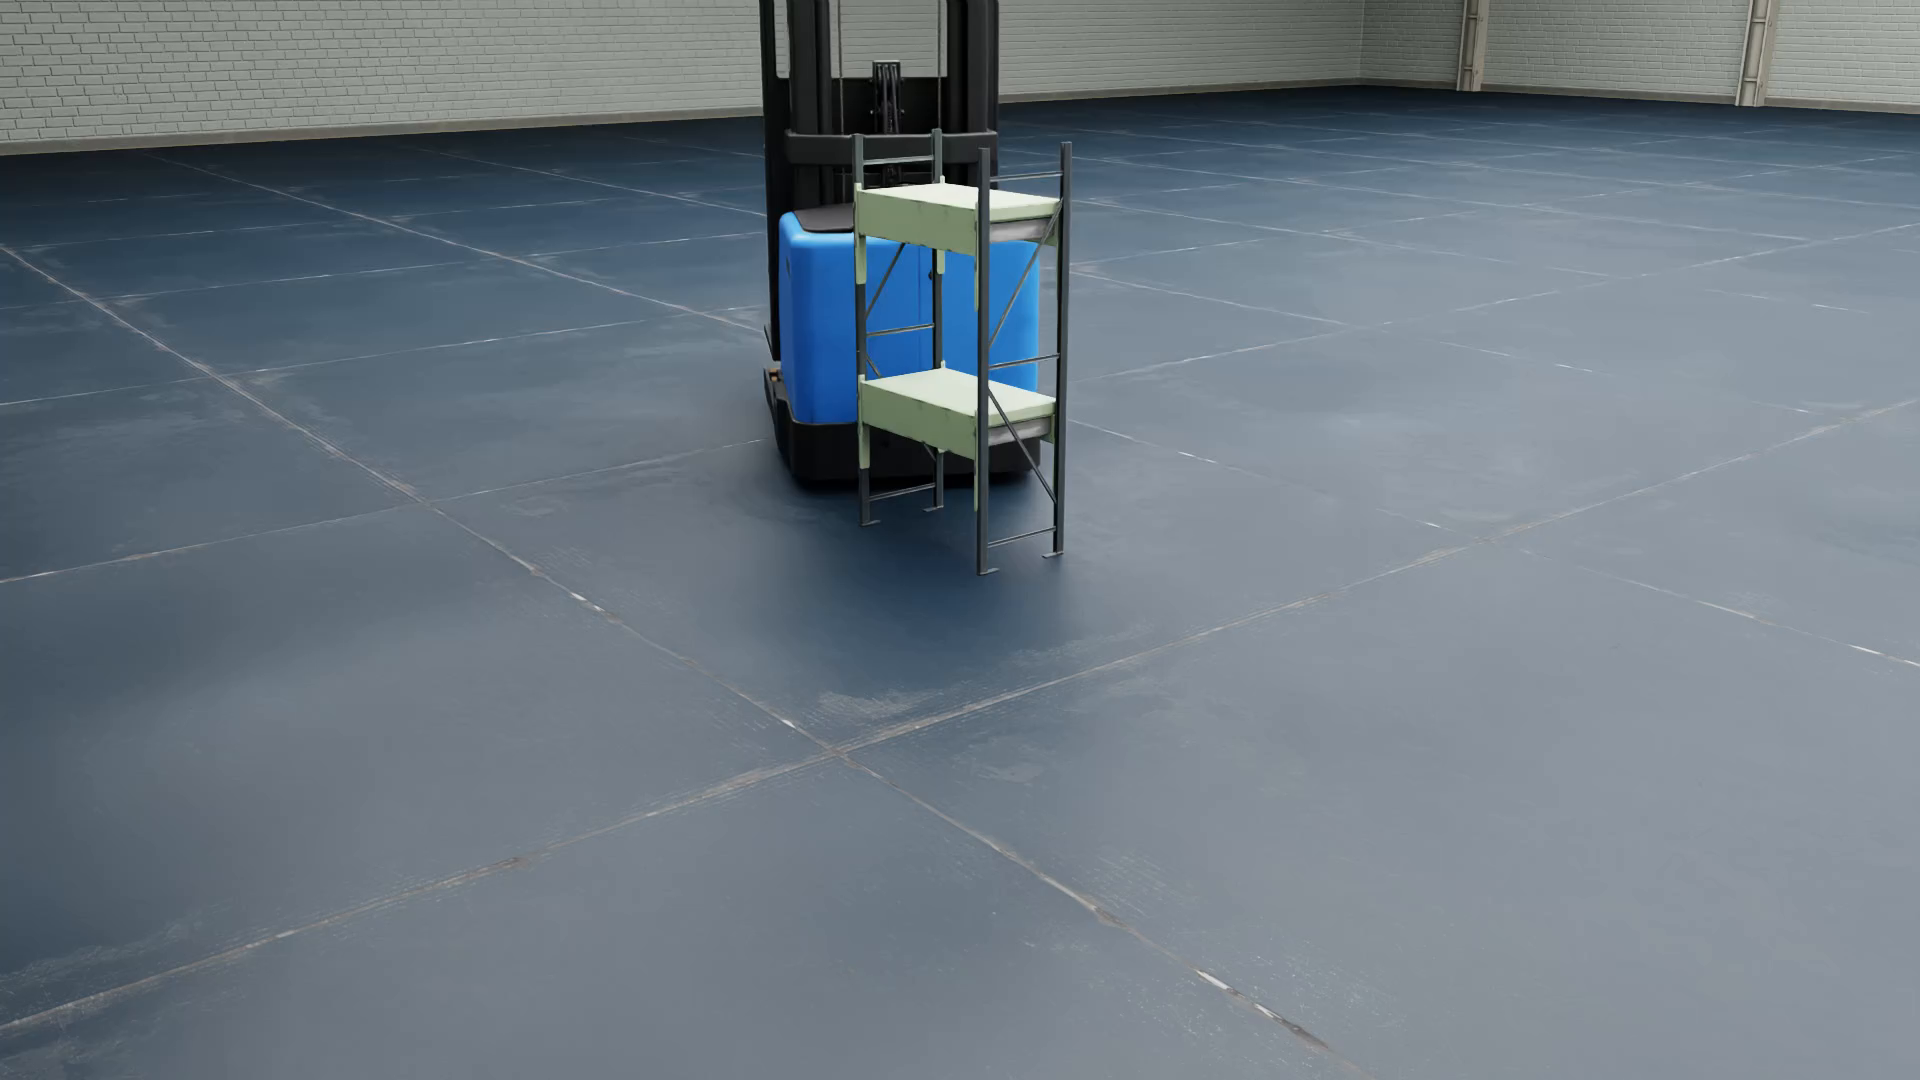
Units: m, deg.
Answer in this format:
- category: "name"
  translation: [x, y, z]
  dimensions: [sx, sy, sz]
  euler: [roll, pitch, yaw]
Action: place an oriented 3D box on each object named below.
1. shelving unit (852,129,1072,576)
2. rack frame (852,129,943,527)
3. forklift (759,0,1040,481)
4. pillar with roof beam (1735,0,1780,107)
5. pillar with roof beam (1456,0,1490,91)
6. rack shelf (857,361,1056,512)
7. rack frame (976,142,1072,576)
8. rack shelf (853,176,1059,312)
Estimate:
- category: "shelving unit"
  translation: [-0.004, -0.714, 6.132]
  dimensions: [0.431, 1.500, 0.755]
  euler: [-14, 23, -36]
- category: "rack frame"
  translation: [-0.231, -0.804, 6.404]
  dimensions: [0.400, 1.500, 0.023]
  euler: [-14, 23, -36]
- category: "forklift"
  translation: [-0.405, -2.060, 7.920]
  dimensions: [1.130, 2.935, 3.031]
  euler: [-3, 19, -9]
- category: "pillar with roof beam"
  translation: [10.933, -11.302, 26.178]
  dimensions: [9.100, 9.000, 0.400]
  euler: [-14, 23, -36]
- category: "pillar with roof beam"
  translation: [7.208, -12.780, 30.642]
  dimensions: [9.100, 9.000, 0.400]
  euler: [-14, 23, -36]
- category: "rack shelf"
  translation: [-0.004, -0.404, 6.234]
  dimensions: [0.431, 0.370, 0.720]
  euler: [-14, 23, -36]
- category: "rack frame"
  translation: [0.223, -0.623, 5.859]
  dimensions: [0.400, 1.500, 0.023]
  euler: [-14, 23, -36]
- category: "rack shelf"
  translation: [-0.004, -1.084, 6.009]
  dimensions: [0.431, 0.370, 0.720]
  euler: [-14, 23, -36]
